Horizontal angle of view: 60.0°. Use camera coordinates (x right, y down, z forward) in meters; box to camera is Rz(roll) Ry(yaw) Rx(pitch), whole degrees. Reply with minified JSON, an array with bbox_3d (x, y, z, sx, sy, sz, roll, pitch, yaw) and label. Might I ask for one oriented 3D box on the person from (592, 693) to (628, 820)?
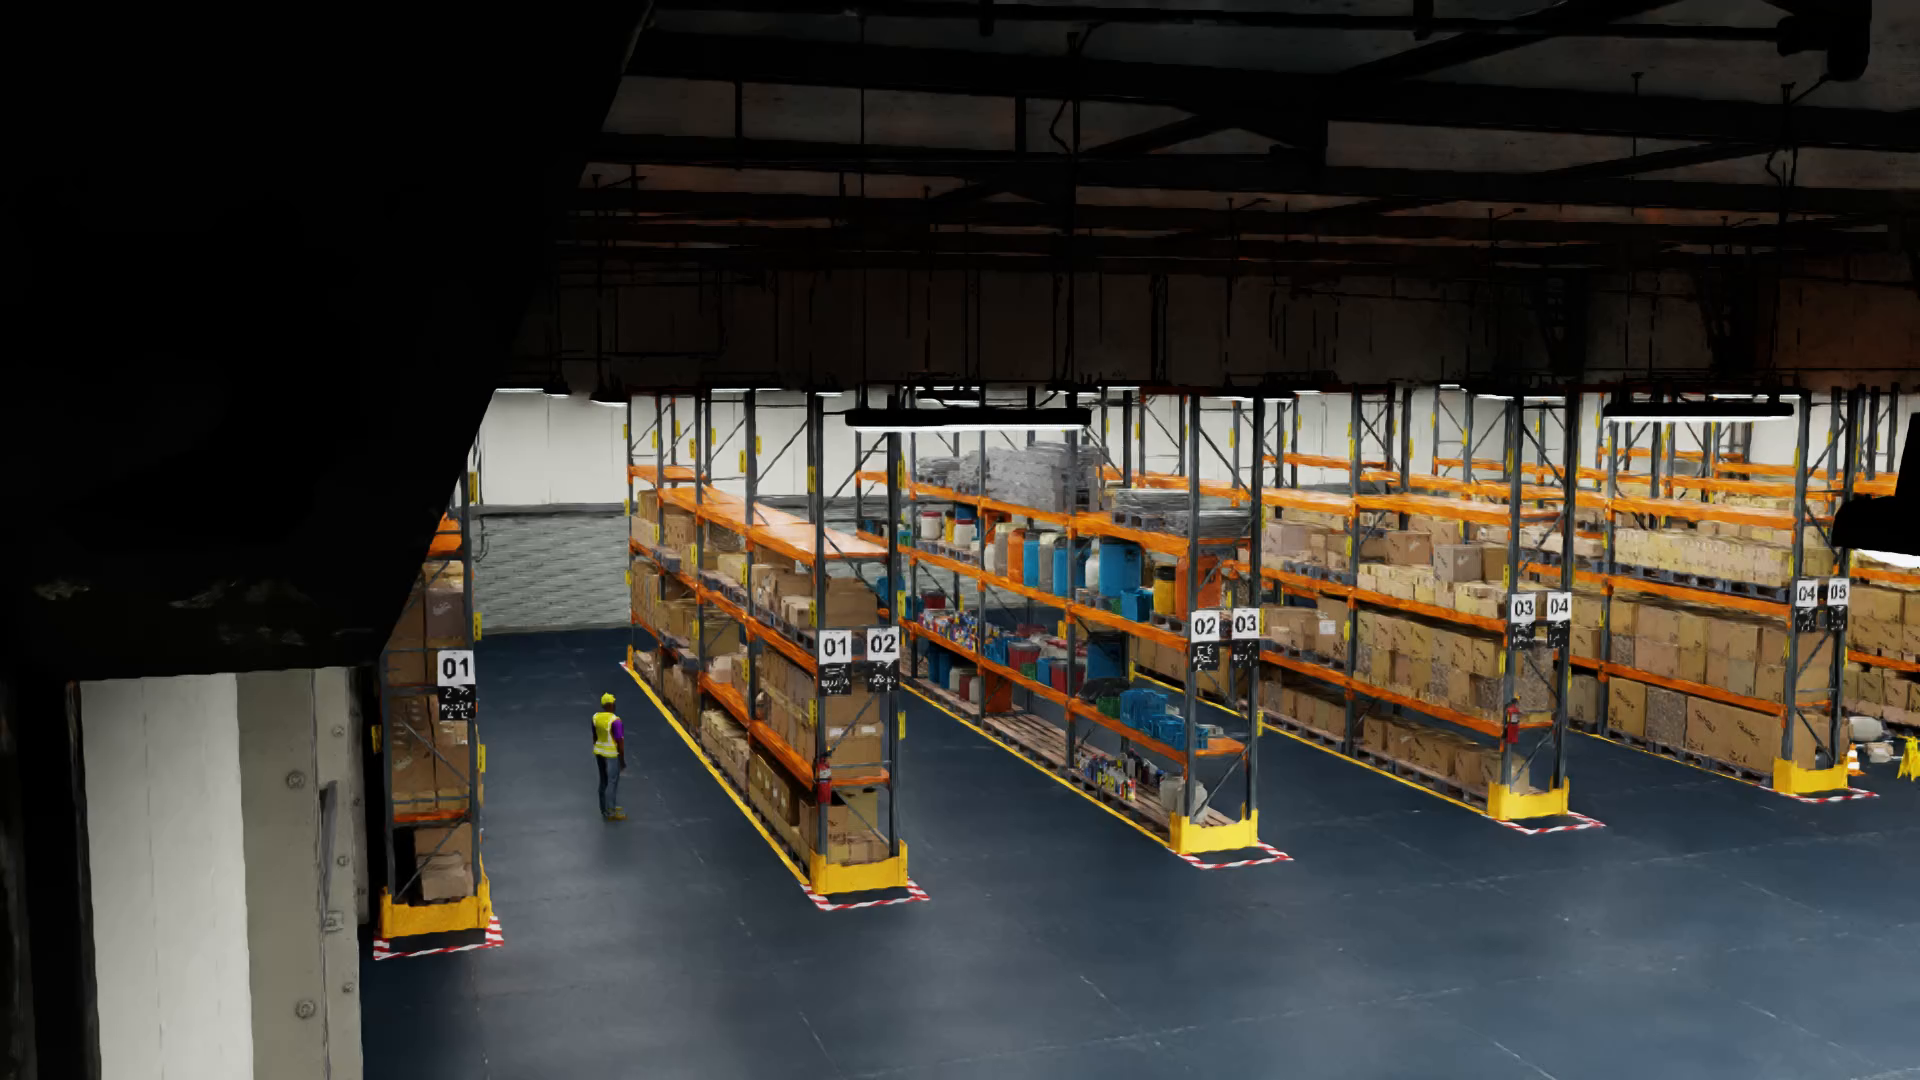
[{"bbox_3d":[-4.903,3.019,23.414,0.632,1.768,0.452,5,8,40],"label":"person"}]
